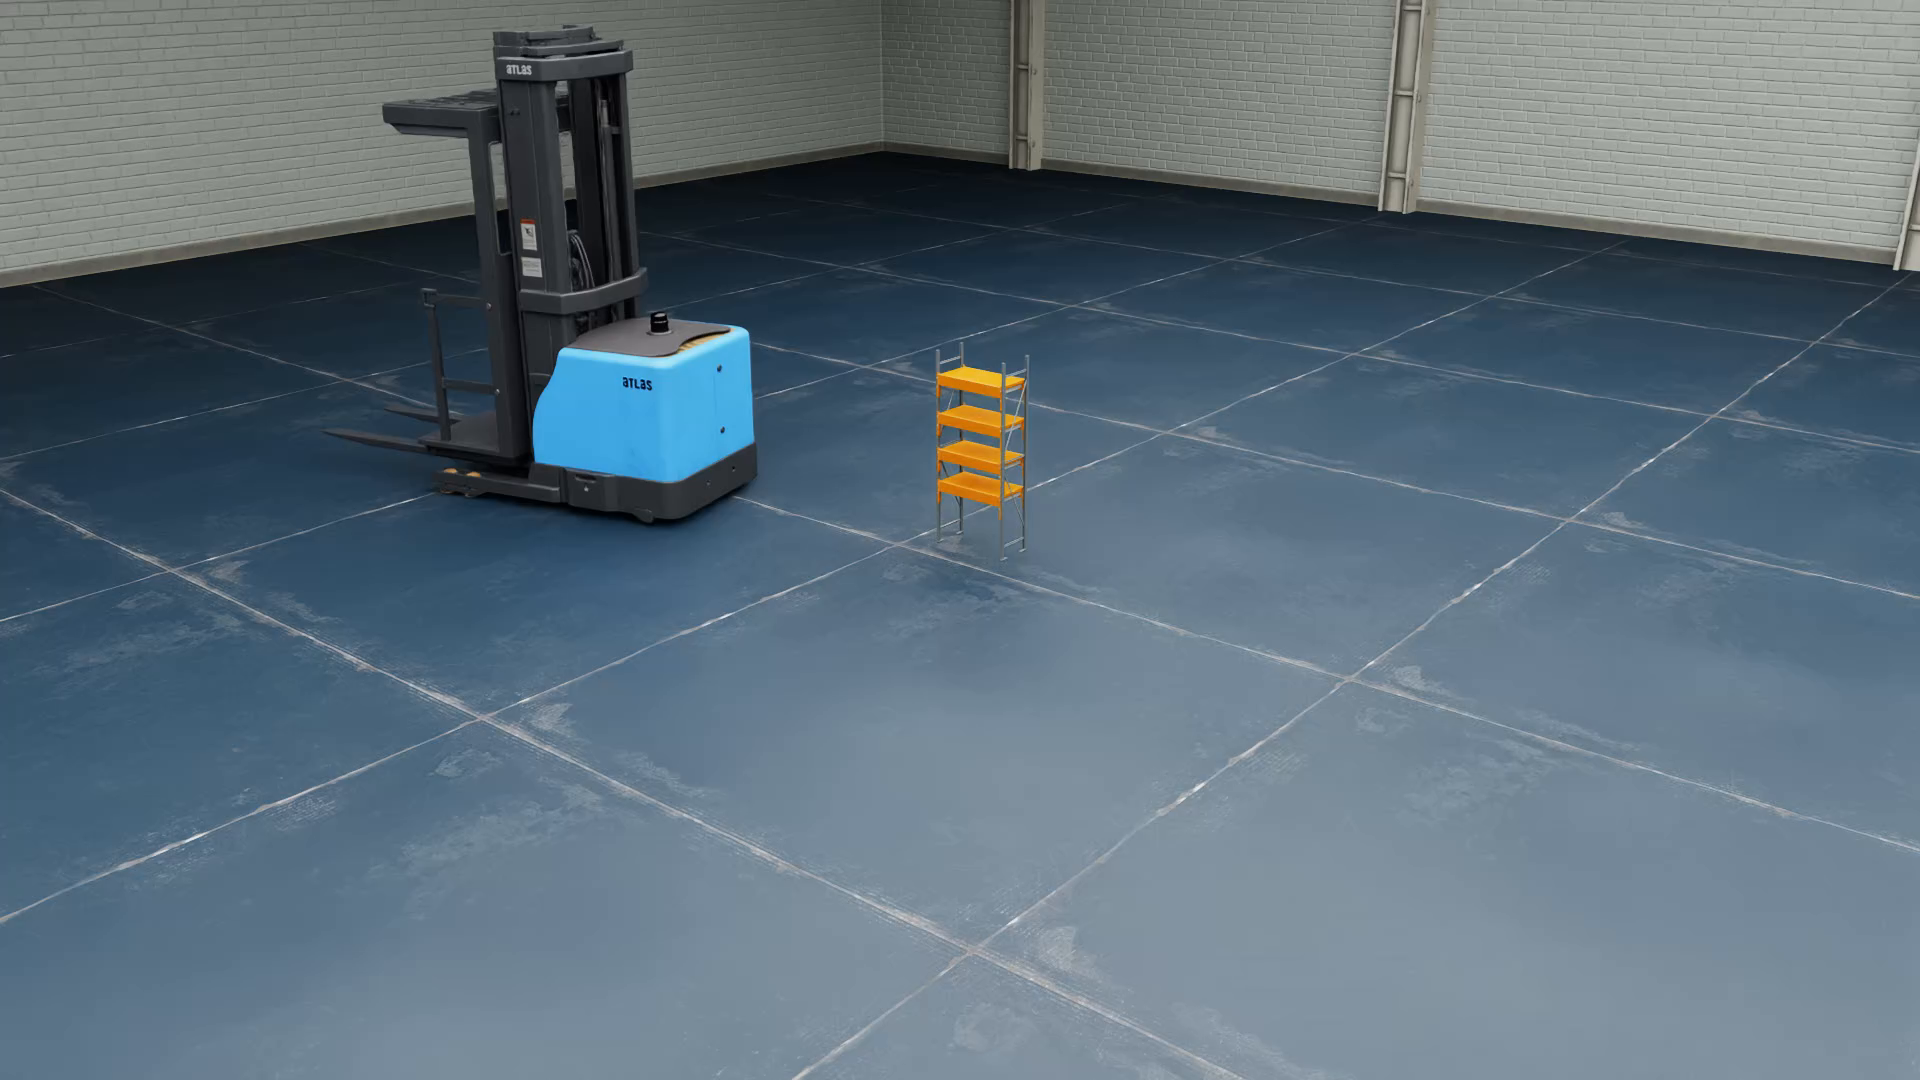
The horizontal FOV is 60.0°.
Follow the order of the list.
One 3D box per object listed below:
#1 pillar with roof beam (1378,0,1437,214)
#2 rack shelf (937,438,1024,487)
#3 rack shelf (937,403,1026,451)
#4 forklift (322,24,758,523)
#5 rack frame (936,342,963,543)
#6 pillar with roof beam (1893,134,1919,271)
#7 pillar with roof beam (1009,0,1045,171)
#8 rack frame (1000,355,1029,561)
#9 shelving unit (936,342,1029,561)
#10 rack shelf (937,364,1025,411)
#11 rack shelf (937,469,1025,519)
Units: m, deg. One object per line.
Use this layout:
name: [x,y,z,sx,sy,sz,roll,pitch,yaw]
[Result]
pillar with roof beam: [2.908,-7.278,16.715,0.400,9.000,9.100,16,26,36]
rack shelf: [0.128,-0.462,9.882,0.480,0.148,0.258,16,26,36]
rack shelf: [0.128,-0.671,9.803,0.480,0.148,0.258,16,26,36]
forklift: [-2.913,-1.807,10.806,3.031,2.935,1.130,9,22,23]
rack frame: [-0.061,-0.579,10.003,0.015,1.200,0.240,16,26,36]
pillar with roof beam: [7.557,-5.939,13.165,0.400,9.000,9.100,16,26,36]
pillar with roof beam: [-1.740,-8.617,20.264,0.400,9.000,9.100,16,26,36]
rack frame: [0.317,-0.470,9.714,0.015,1.200,0.240,16,26,36]
shelving unit: [0.128,-0.524,9.859,0.503,1.200,0.258,16,26,36]
rack shelf: [0.128,-0.892,9.720,0.480,0.148,0.258,16,26,36]
rack shelf: [0.128,-0.276,9.952,0.480,0.148,0.258,16,26,36]
